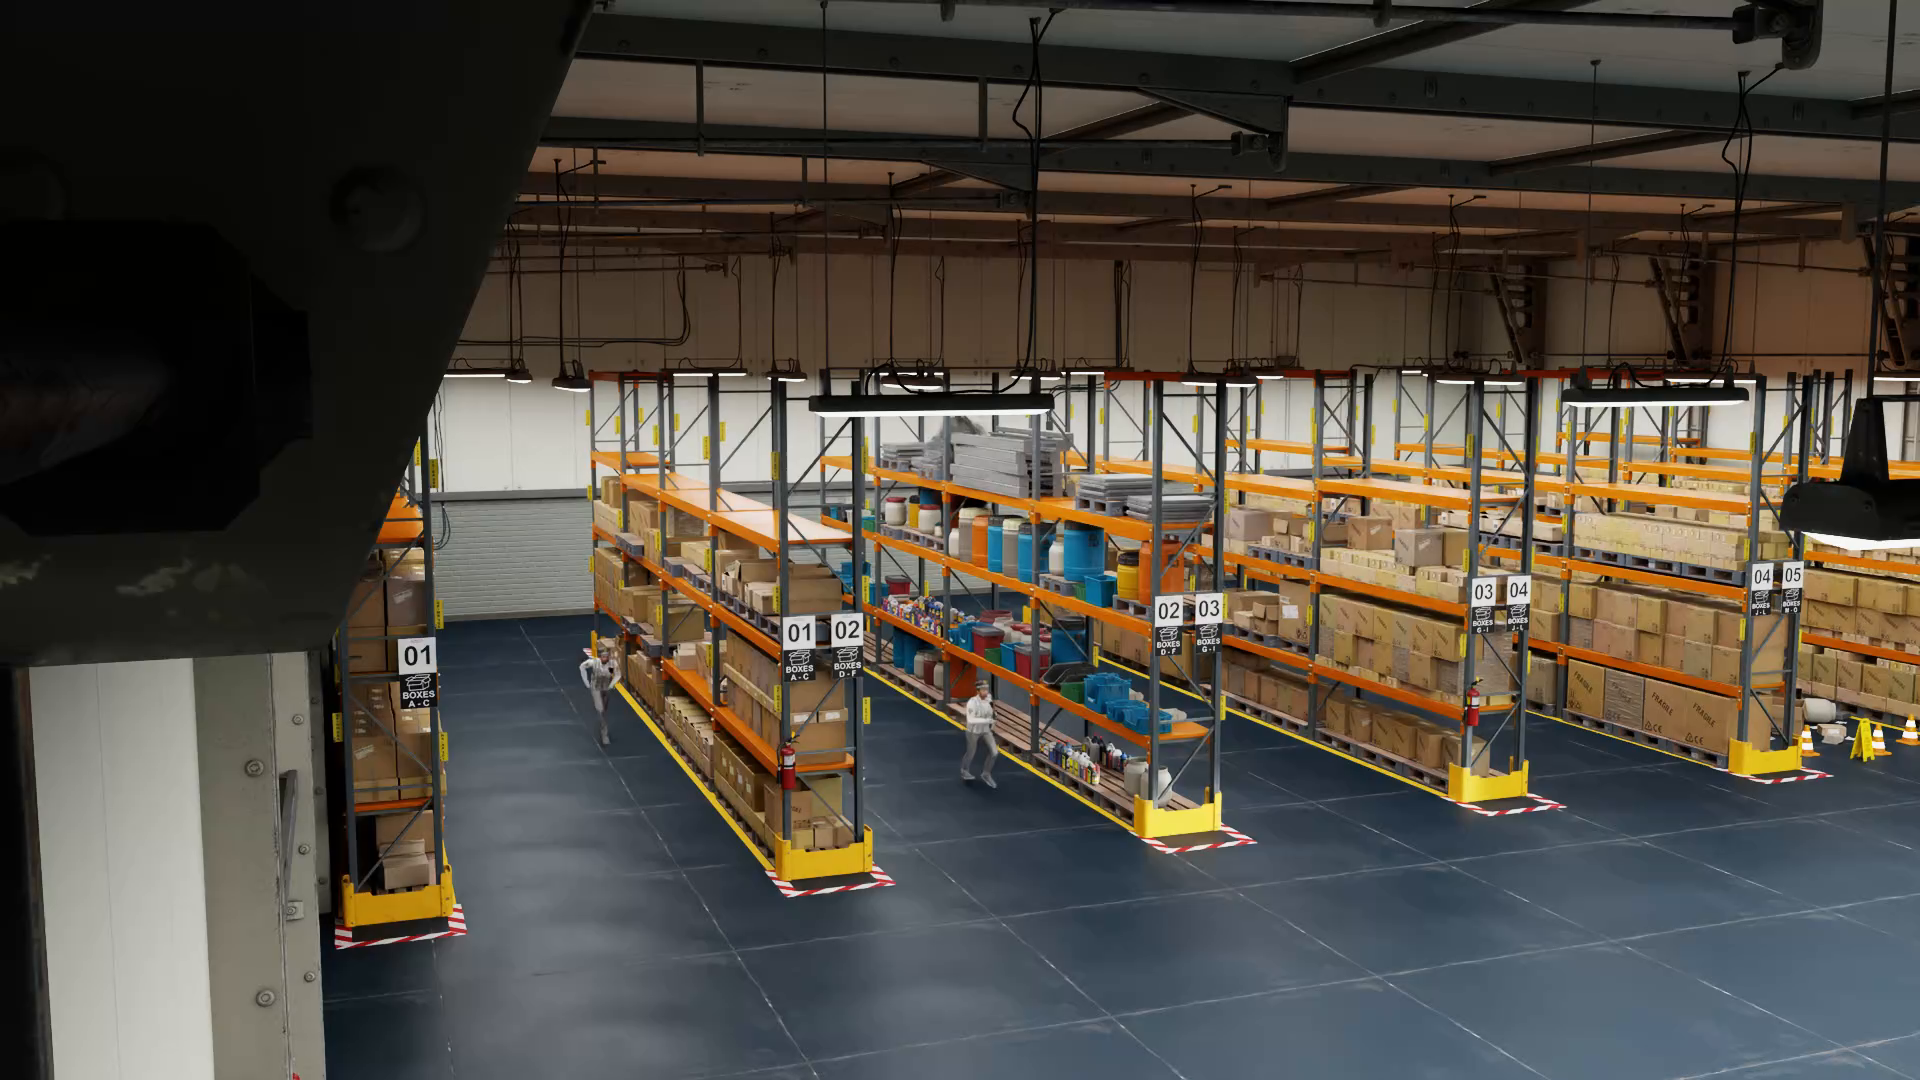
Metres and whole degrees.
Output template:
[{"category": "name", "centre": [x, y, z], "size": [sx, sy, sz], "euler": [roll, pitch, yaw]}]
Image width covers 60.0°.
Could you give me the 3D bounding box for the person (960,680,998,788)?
[{"category": "person", "centre": [0.272, 2.810, 24.330], "size": [0.544, 1.632, 0.898], "euler": [-3, 7, -28]}]

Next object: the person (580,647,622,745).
[{"category": "person", "centre": [-5.922, 2.515, 27.395], "size": [0.664, 1.637, 0.947], "euler": [-2, 7, -19]}]
